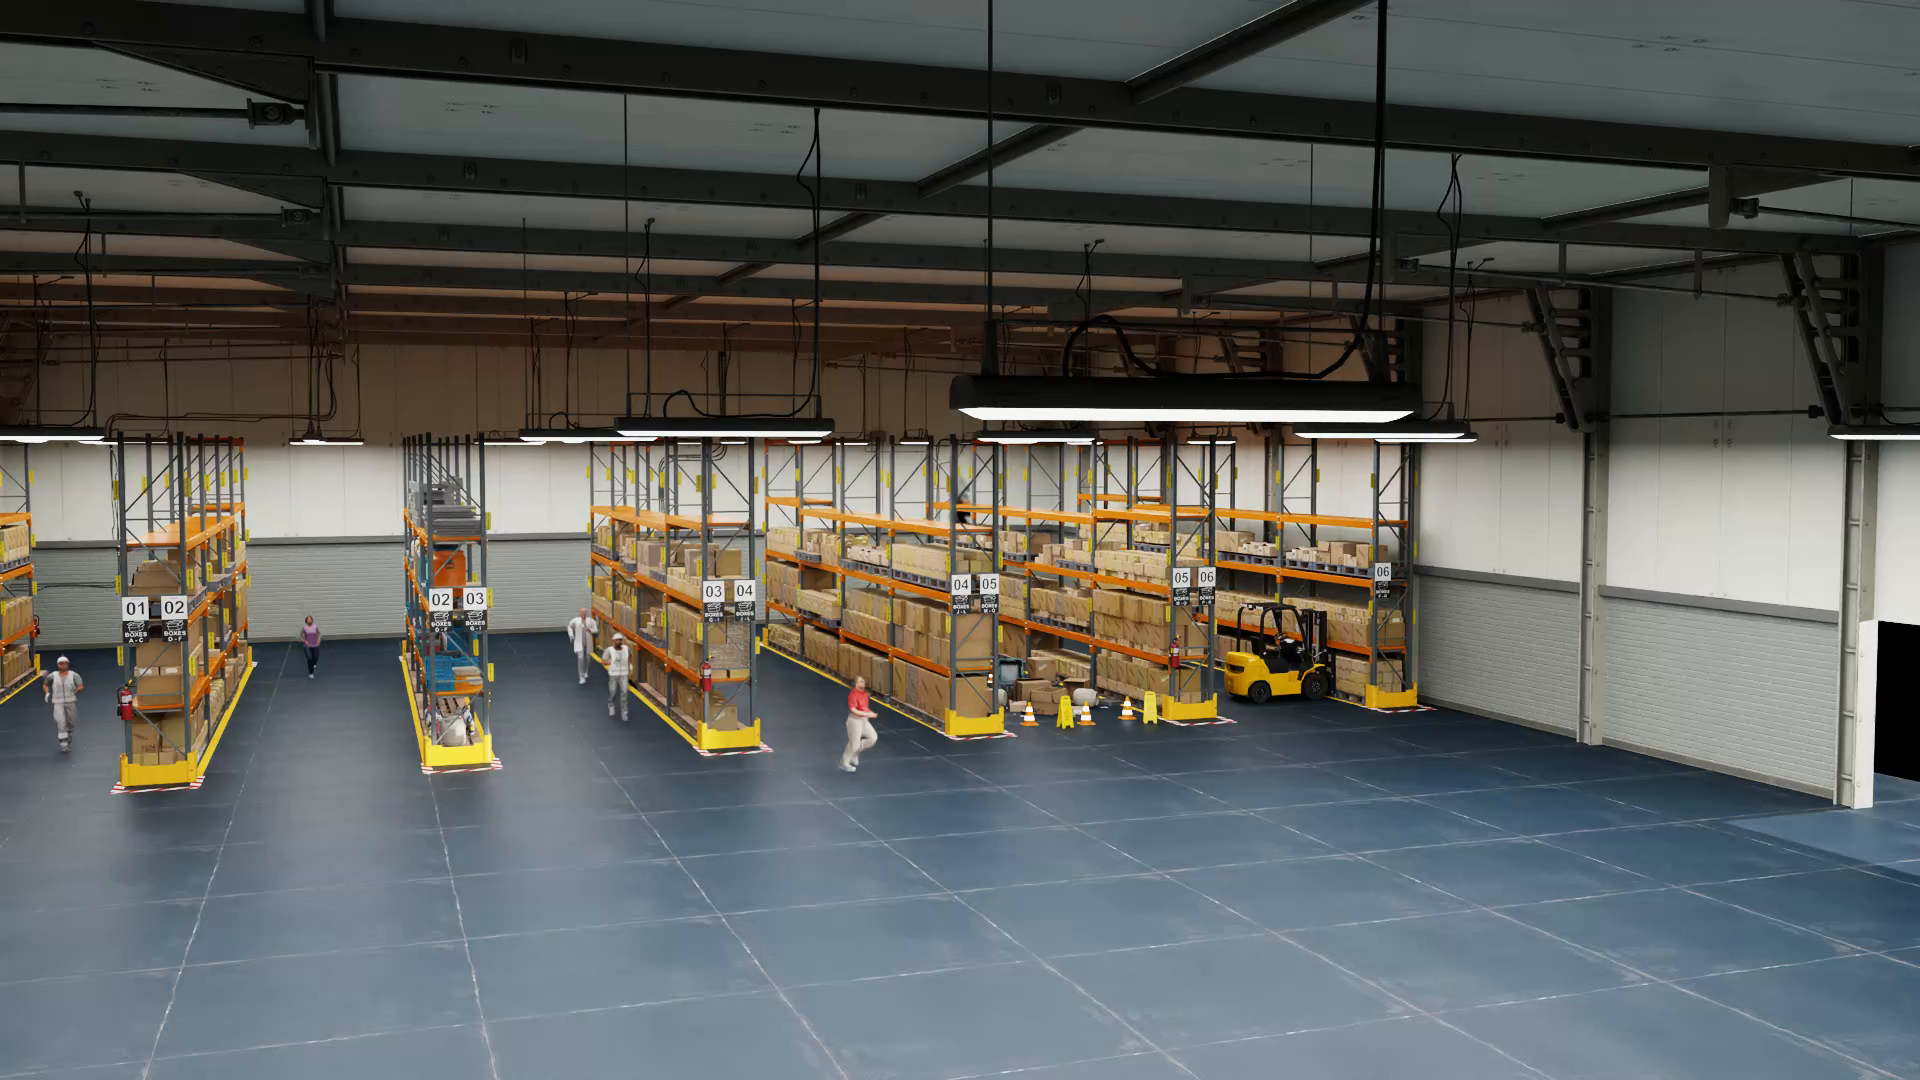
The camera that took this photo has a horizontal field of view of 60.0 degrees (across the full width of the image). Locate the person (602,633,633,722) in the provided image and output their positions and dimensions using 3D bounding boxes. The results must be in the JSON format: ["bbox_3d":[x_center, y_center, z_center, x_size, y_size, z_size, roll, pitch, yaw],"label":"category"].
[{"bbox_3d":[-7.206,2.865,35.000,0.704,1.813,0.906,-1,3,-24],"label":"person"}]

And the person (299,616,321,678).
[{"bbox_3d":[-16.169,2.657,41.392,0.546,1.557,0.559,-2,4,-28],"label":"person"}]

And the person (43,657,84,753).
[{"bbox_3d":[-16.917,3.084,31.400,0.667,1.768,0.963,-2,4,-34],"label":"person"}]

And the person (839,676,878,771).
[{"bbox_3d":[-1.767,3.241,29.482,0.757,1.683,0.683,1,3,24],"label":"person"}]

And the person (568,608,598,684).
[{"bbox_3d":[-9.211,2.559,40.695,0.686,1.808,0.987,-1,3,-22],"label":"person"}]
